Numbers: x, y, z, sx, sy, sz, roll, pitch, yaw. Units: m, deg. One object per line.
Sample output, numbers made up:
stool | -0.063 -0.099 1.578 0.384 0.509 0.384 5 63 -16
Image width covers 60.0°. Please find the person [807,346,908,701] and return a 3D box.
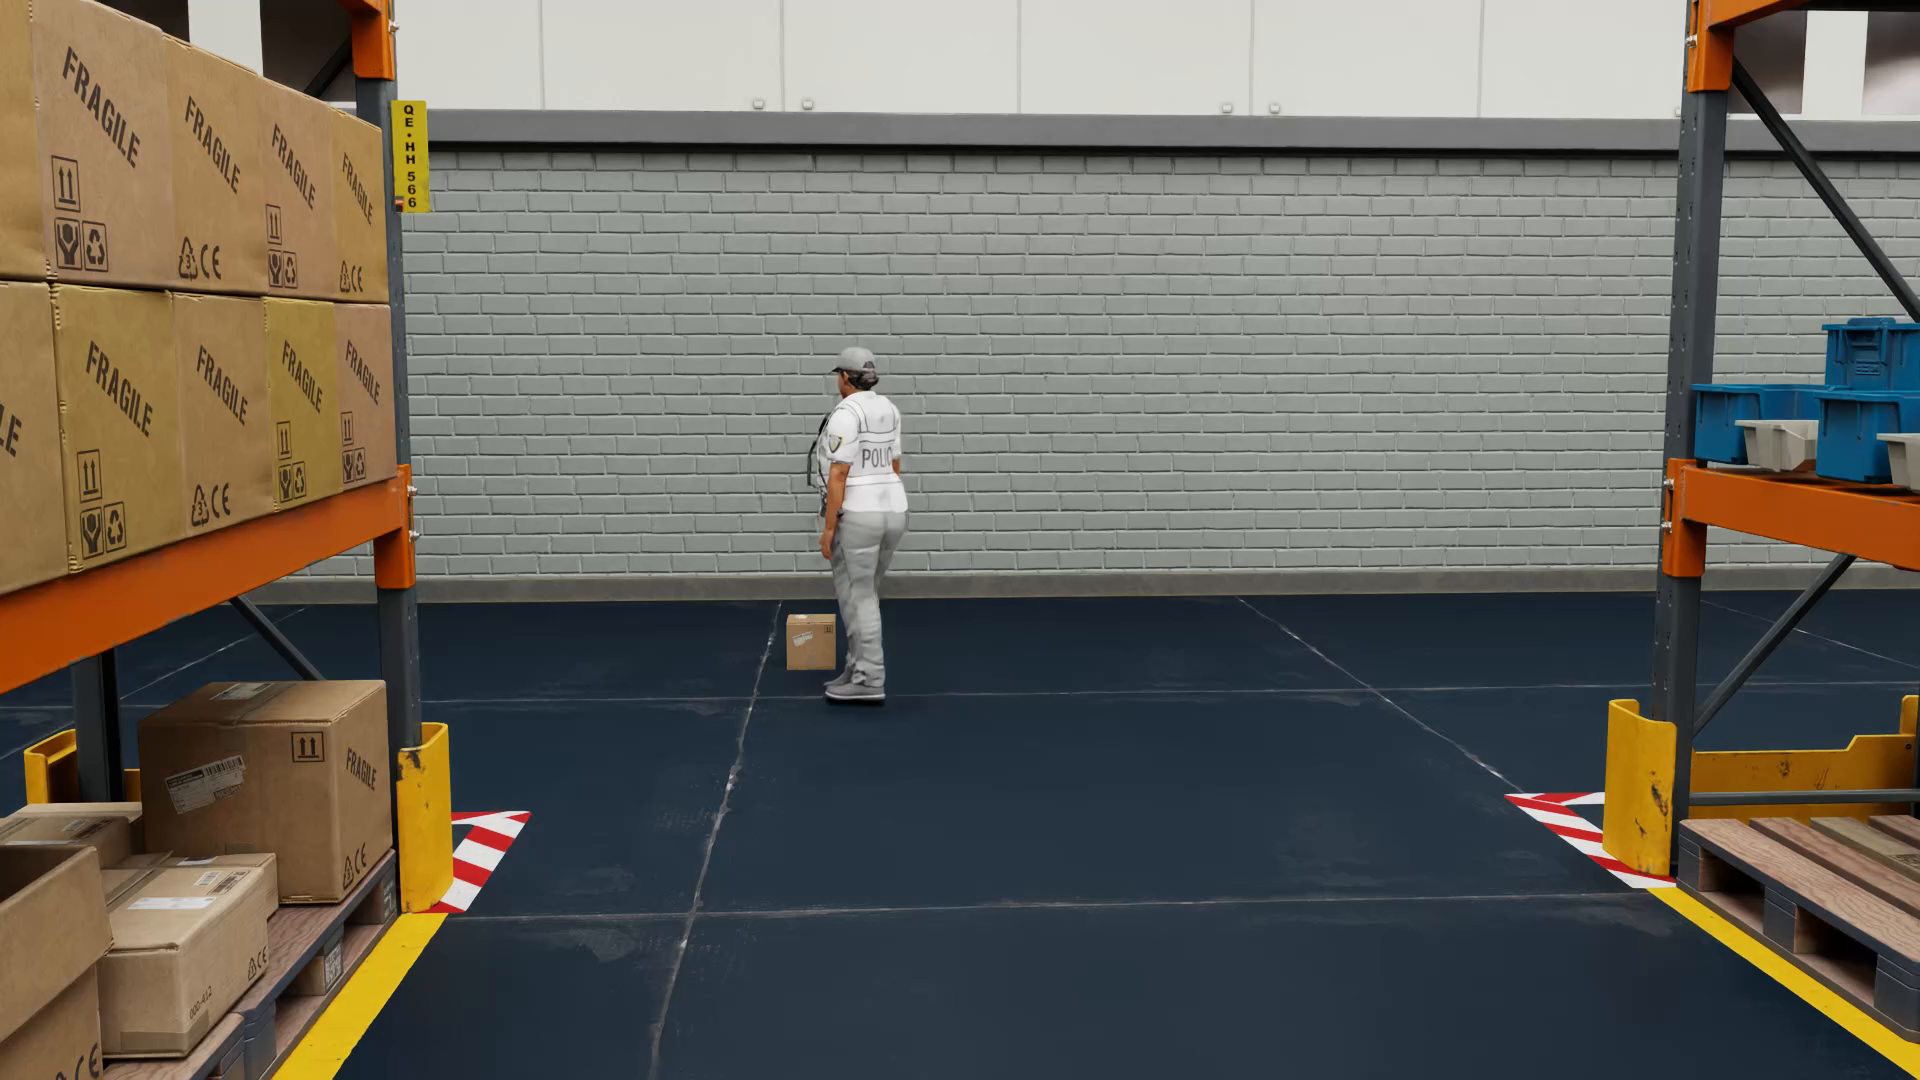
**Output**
person | -0.524 -0.063 7.895 0.521 1.707 0.489 4 8 30
